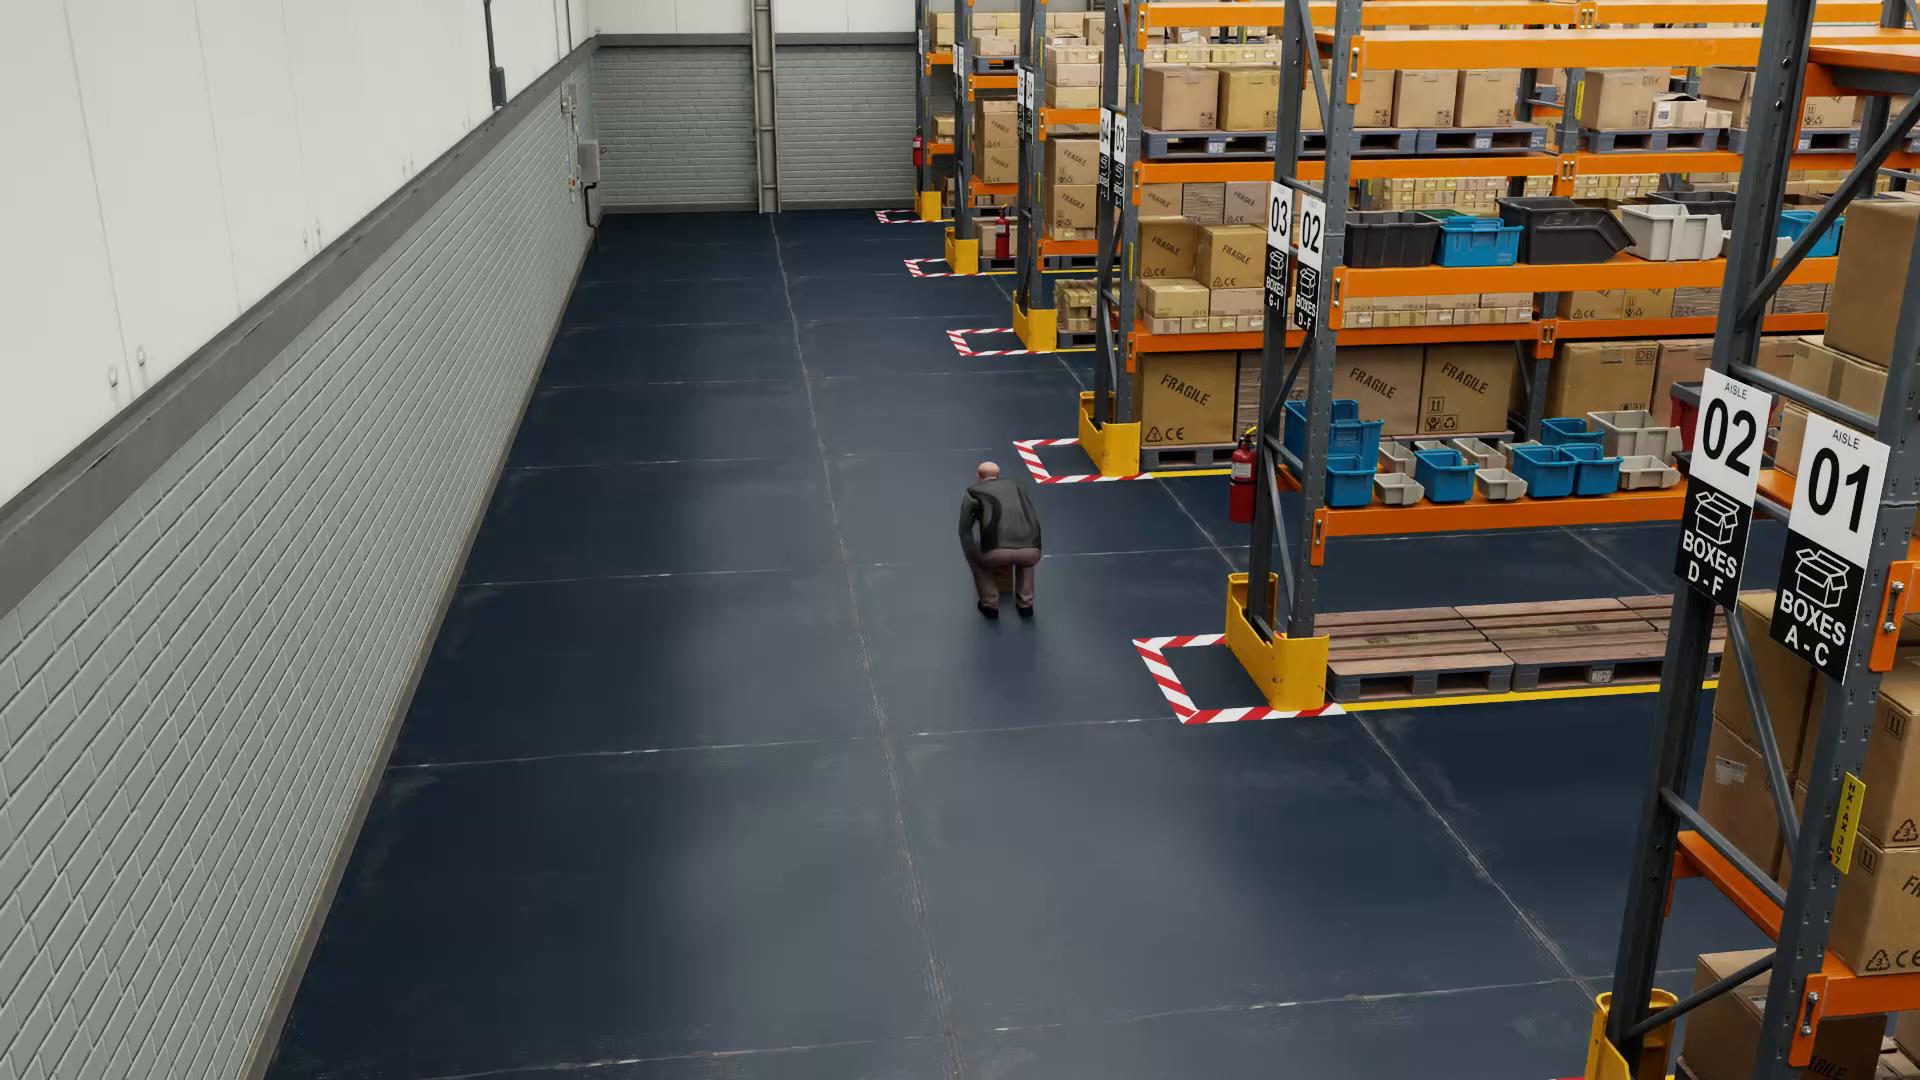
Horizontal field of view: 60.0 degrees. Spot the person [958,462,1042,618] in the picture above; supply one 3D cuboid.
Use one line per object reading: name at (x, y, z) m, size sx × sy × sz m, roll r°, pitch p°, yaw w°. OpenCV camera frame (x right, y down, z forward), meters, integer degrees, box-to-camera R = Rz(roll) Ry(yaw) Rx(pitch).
person at (0.288, 0.009, 12.142) m, size 0.553 × 1.008 × 0.853 m, roll -3°, pitch 20°, yaw -8°
